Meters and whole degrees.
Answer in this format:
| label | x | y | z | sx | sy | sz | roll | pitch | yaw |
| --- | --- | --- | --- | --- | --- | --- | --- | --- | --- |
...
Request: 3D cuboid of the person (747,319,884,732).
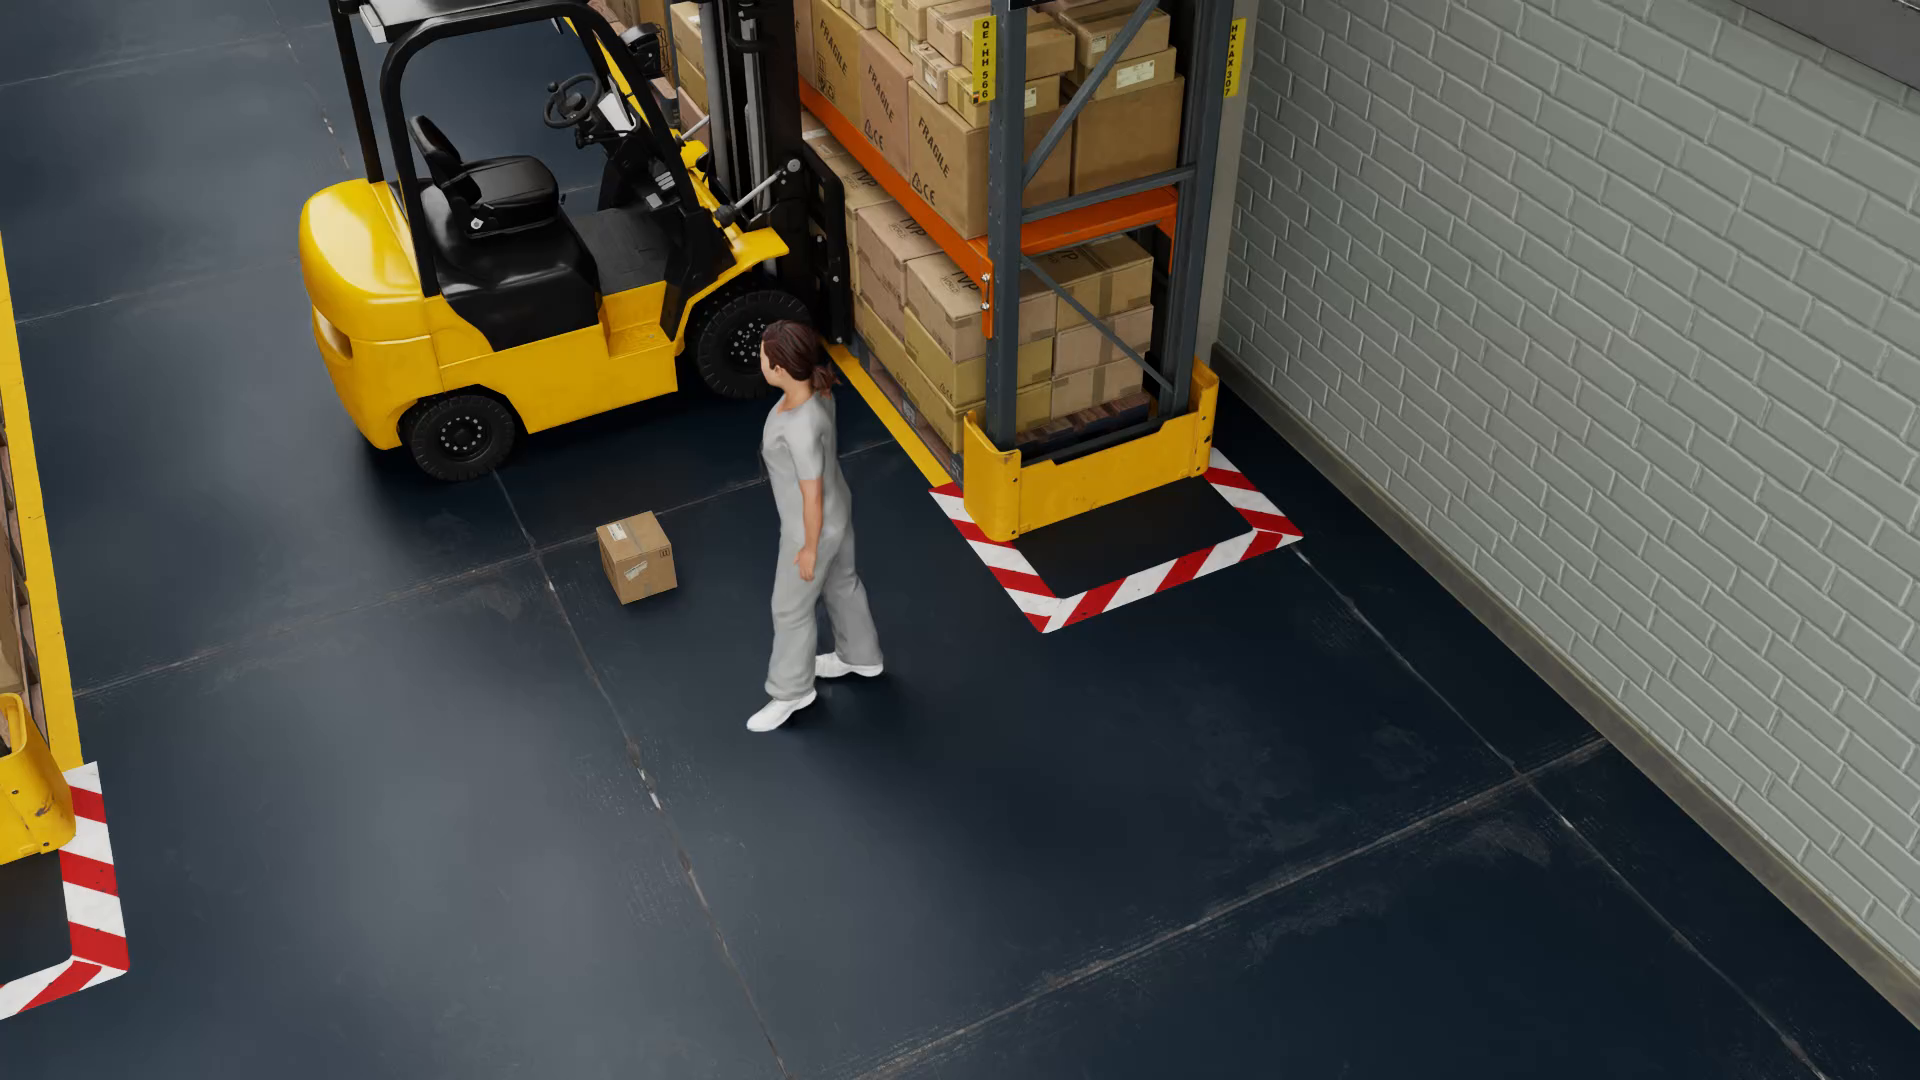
| label | x | y | z | sx | sy | sz | roll | pitch | yaw |
| --- | --- | --- | --- | --- | --- | --- | --- | --- | --- |
| person | -0.573 | -0.046 | 6.218 | 0.530 | 1.699 | 0.557 | 1 | 41 | 1 |
